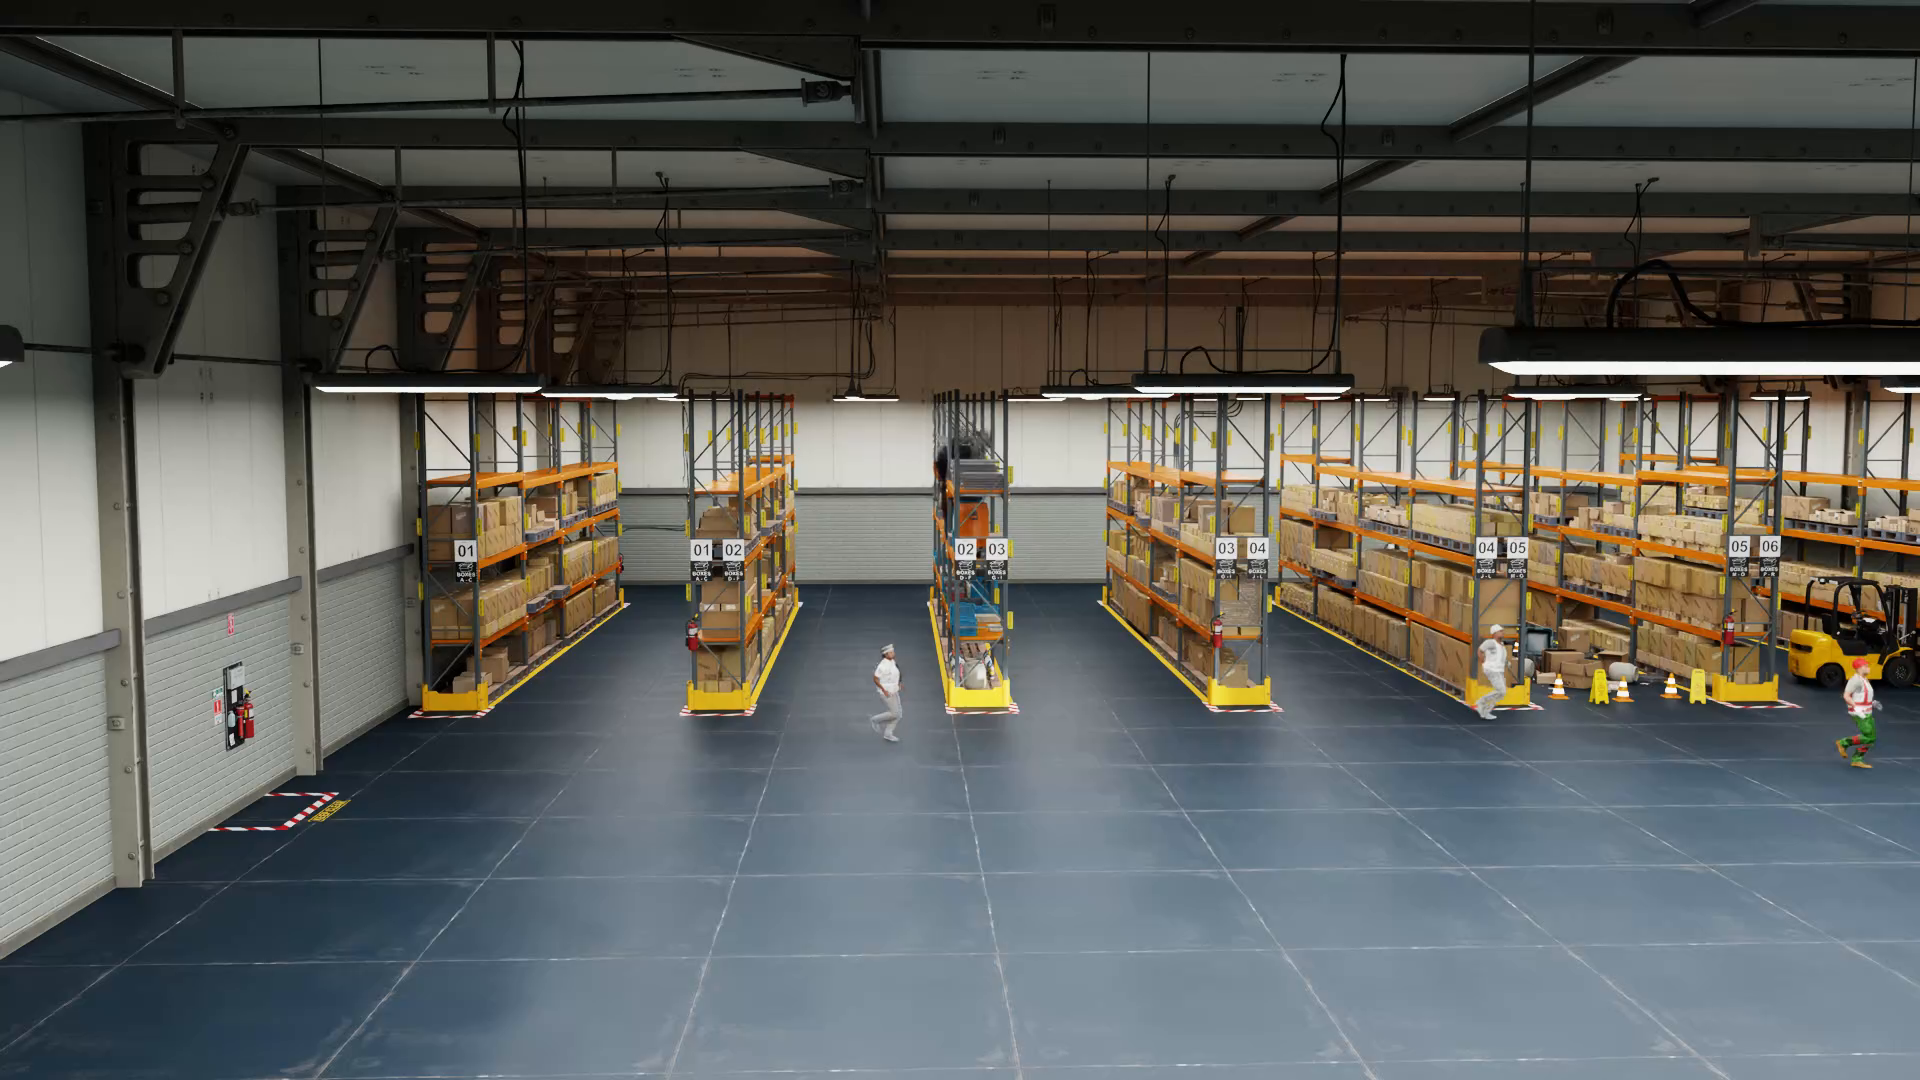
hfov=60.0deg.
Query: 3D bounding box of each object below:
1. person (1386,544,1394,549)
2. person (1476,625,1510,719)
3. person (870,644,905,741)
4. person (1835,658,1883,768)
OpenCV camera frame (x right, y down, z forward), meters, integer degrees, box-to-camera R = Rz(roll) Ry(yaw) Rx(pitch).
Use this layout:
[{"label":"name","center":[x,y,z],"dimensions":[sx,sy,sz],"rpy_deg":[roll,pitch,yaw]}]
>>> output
[{"label":"person","center":[13.012,0.922,49.228],"dimensions":[0.901,1.614,0.670],"rpy_deg":[0,5,3]},{"label":"person","center":[9.756,2.394,30.287],"dimensions":[0.531,1.701,0.691],"rpy_deg":[4,6,38]},{"label":"person","center":[-1.227,2.596,28.371],"dimensions":[0.558,1.662,0.582],"rpy_deg":[2,5,24]},{"label":"person","center":[14.172,2.721,26.202],"dimensions":[0.601,1.738,0.658],"rpy_deg":[4,6,42]}]
